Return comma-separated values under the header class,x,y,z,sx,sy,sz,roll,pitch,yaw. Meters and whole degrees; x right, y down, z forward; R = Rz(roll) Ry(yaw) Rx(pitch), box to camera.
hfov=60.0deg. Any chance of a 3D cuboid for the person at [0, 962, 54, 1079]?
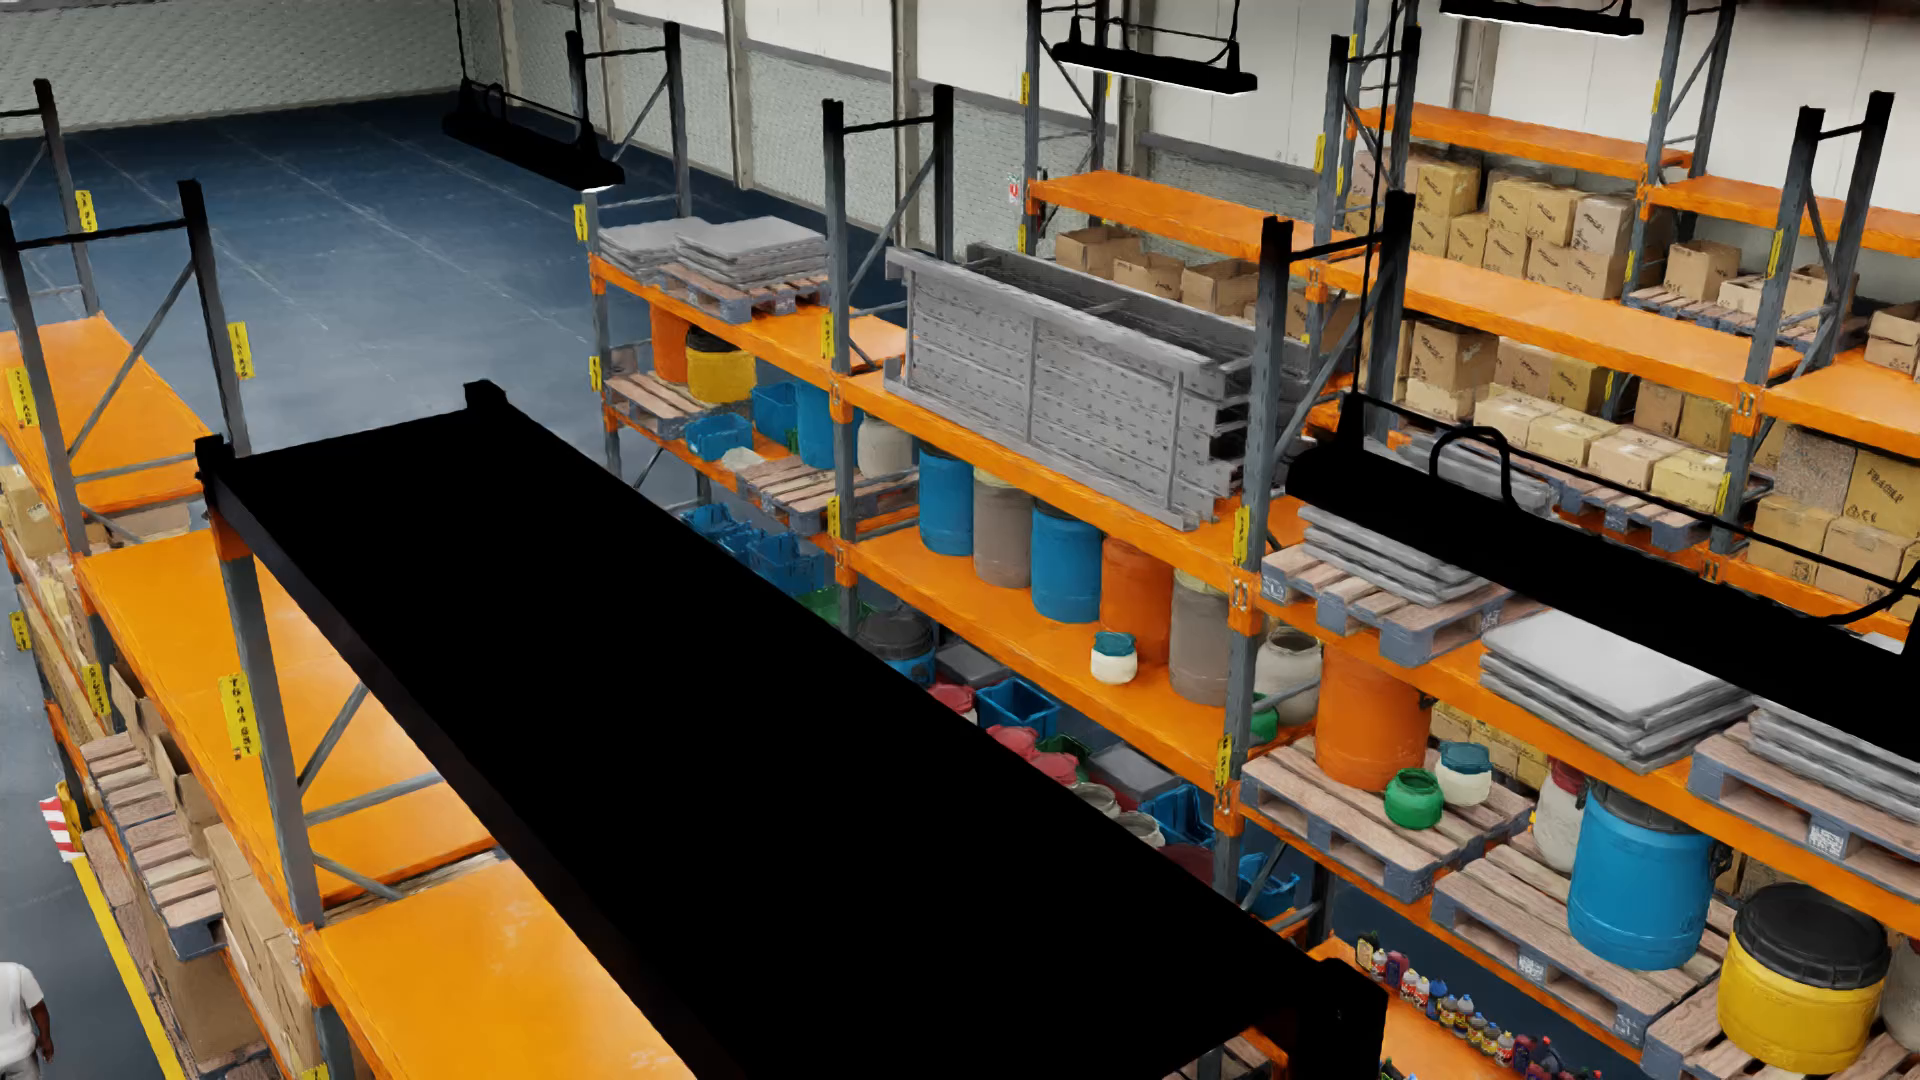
class,x,y,z,sx,sy,sz,roll,pitch,yaw
person,-5.898,3.106,10.228,0.577,1.691,1.121,-16,29,-31
